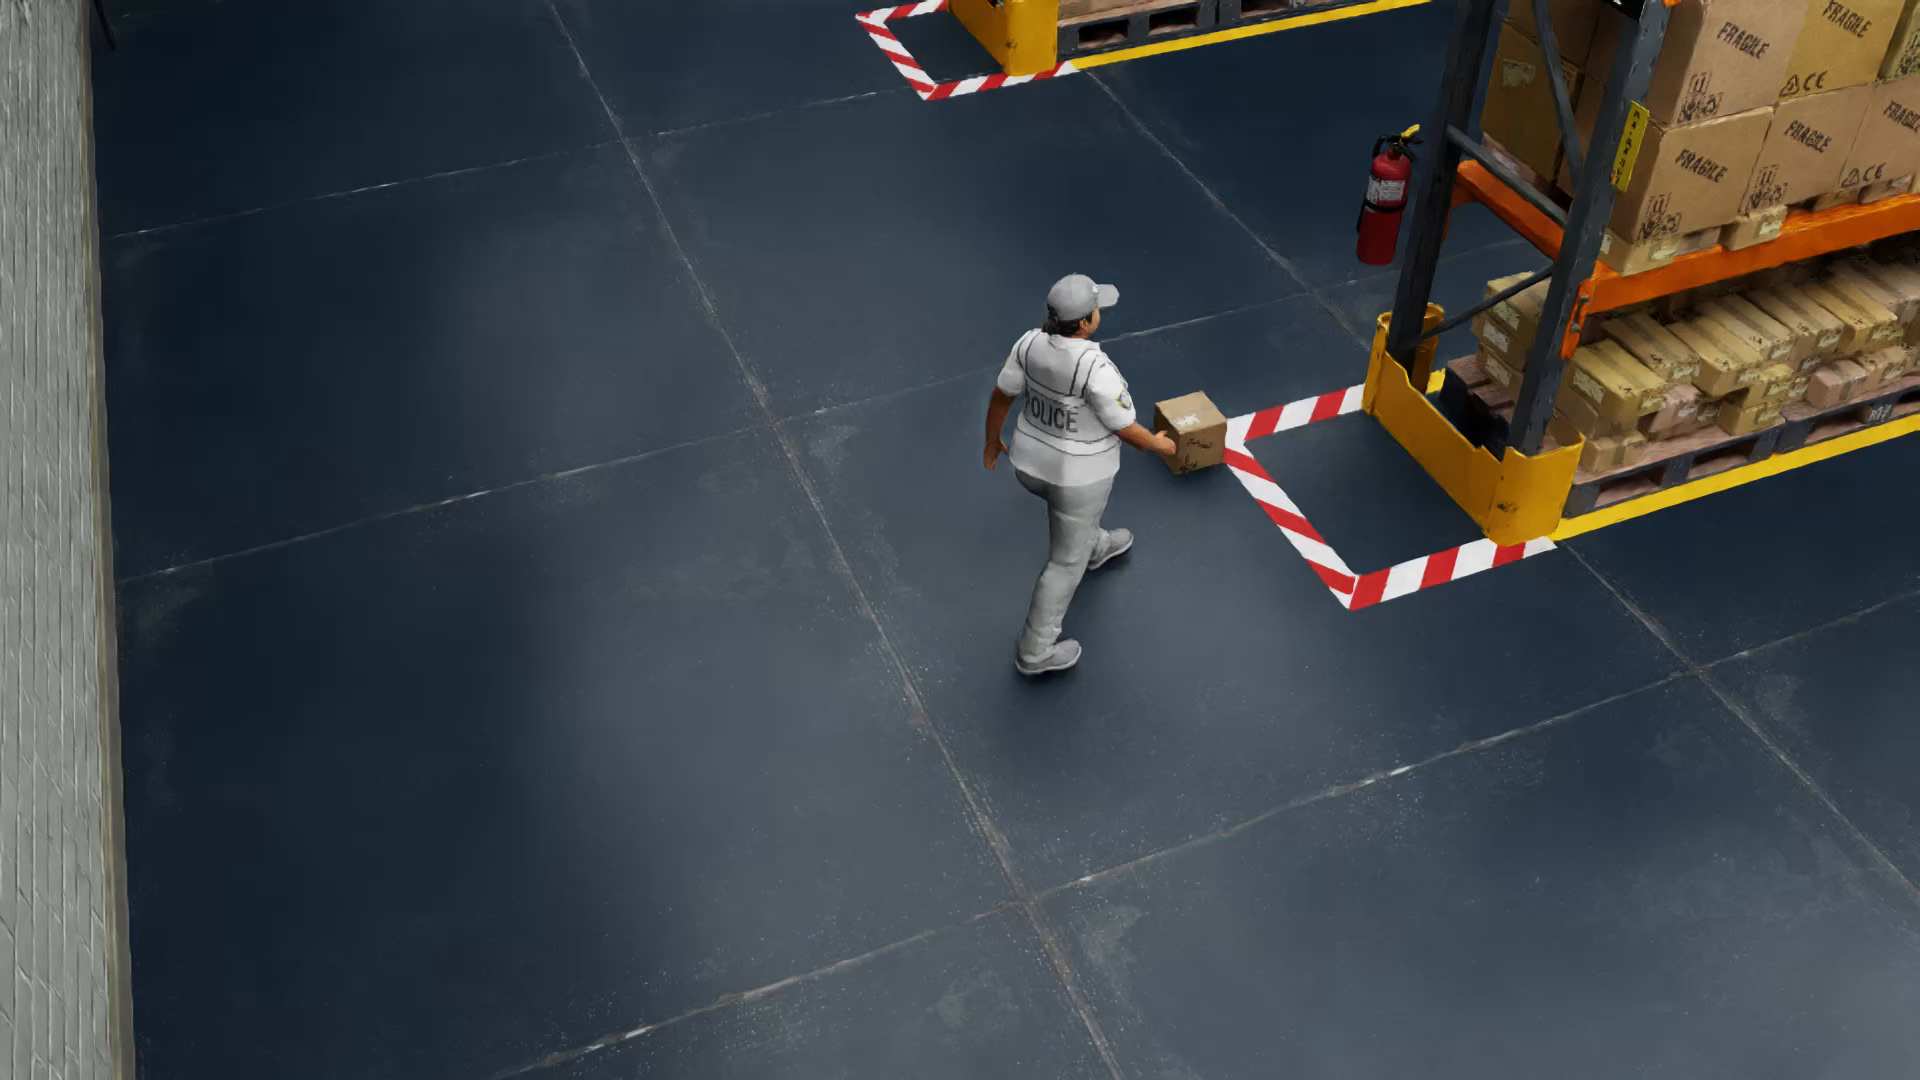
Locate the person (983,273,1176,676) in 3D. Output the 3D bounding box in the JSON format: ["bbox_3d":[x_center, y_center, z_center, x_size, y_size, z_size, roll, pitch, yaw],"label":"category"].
[{"bbox_3d":[0.446,-0.352,6.552,0.640,1.607,0.977,32,51,30],"label":"person"}]
